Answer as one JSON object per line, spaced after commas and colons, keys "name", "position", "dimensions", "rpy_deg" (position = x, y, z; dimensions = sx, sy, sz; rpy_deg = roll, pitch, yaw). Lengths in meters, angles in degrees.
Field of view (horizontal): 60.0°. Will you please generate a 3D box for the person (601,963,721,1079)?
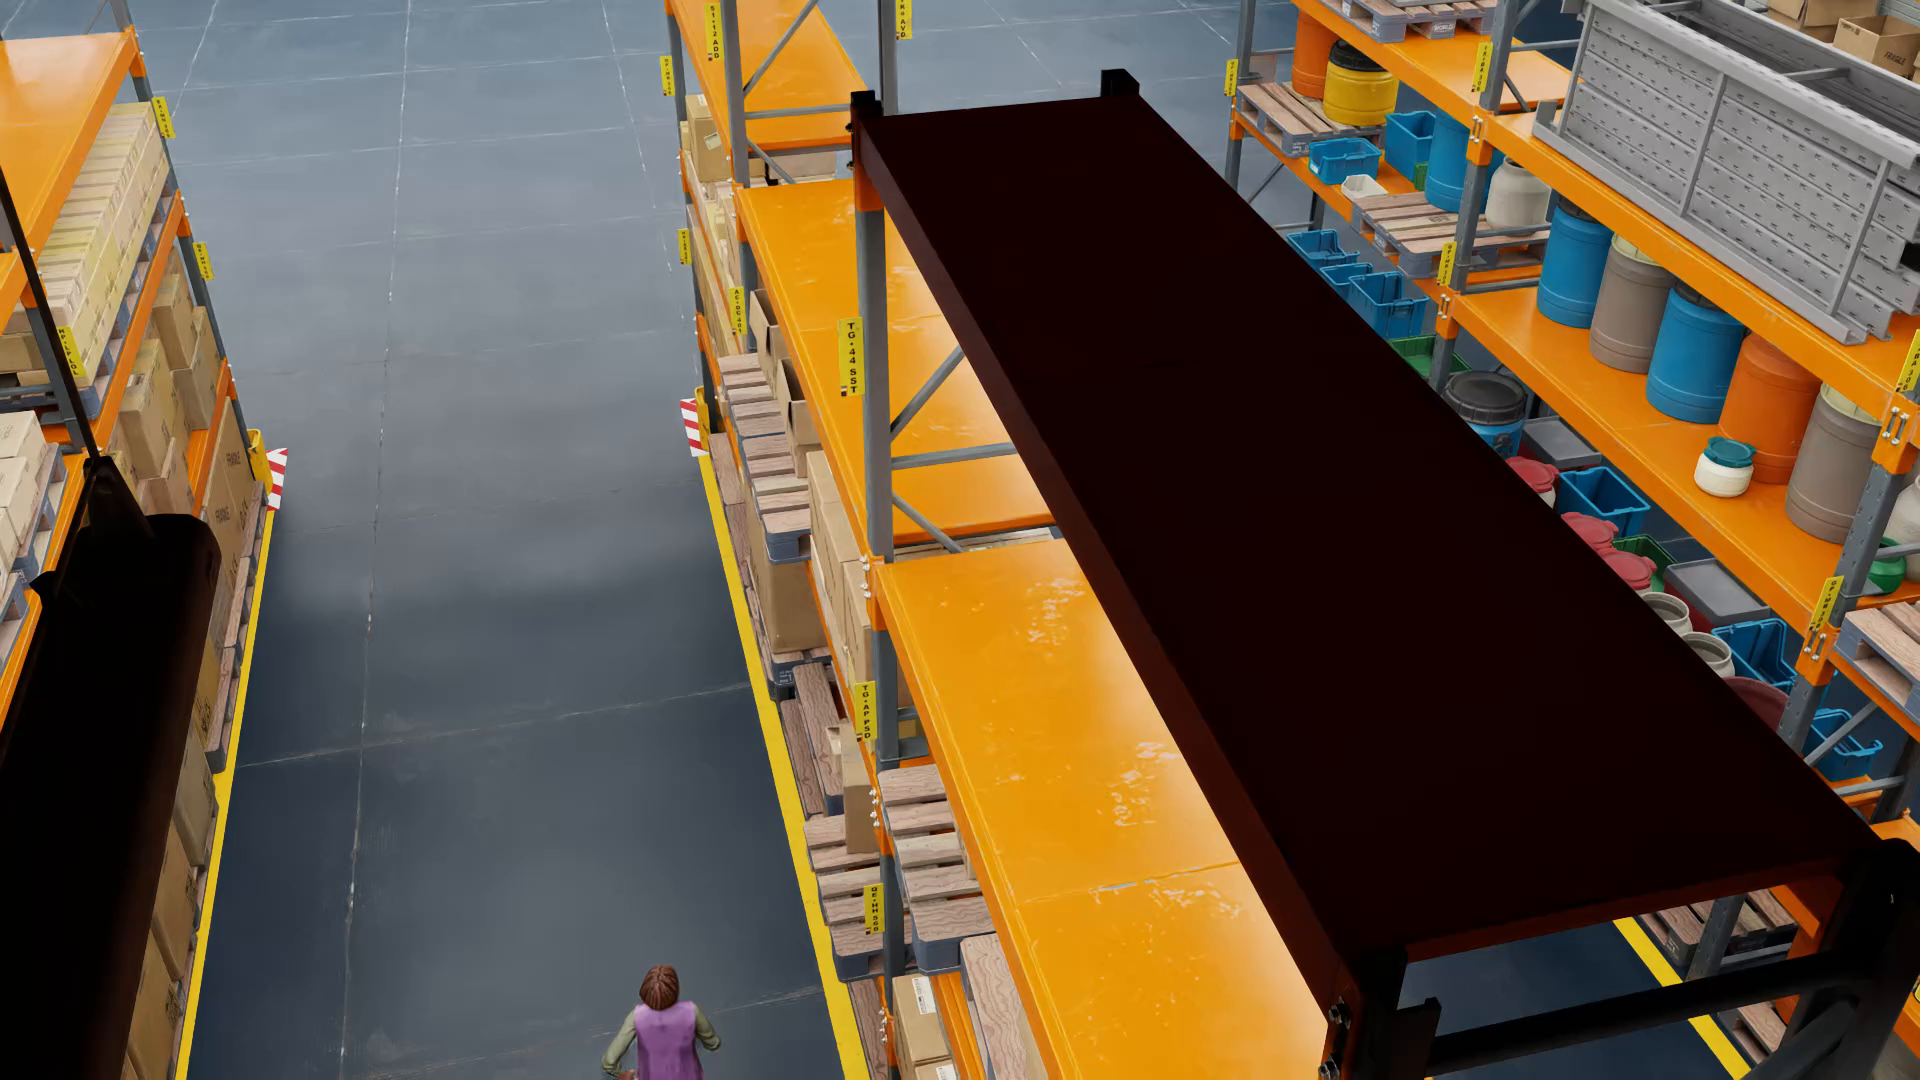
{"name": "person", "position": [-1.508, 2.843, 8.571], "dimensions": [0.579, 1.516, 0.798], "rpy_deg": [-3, 35, -4]}
